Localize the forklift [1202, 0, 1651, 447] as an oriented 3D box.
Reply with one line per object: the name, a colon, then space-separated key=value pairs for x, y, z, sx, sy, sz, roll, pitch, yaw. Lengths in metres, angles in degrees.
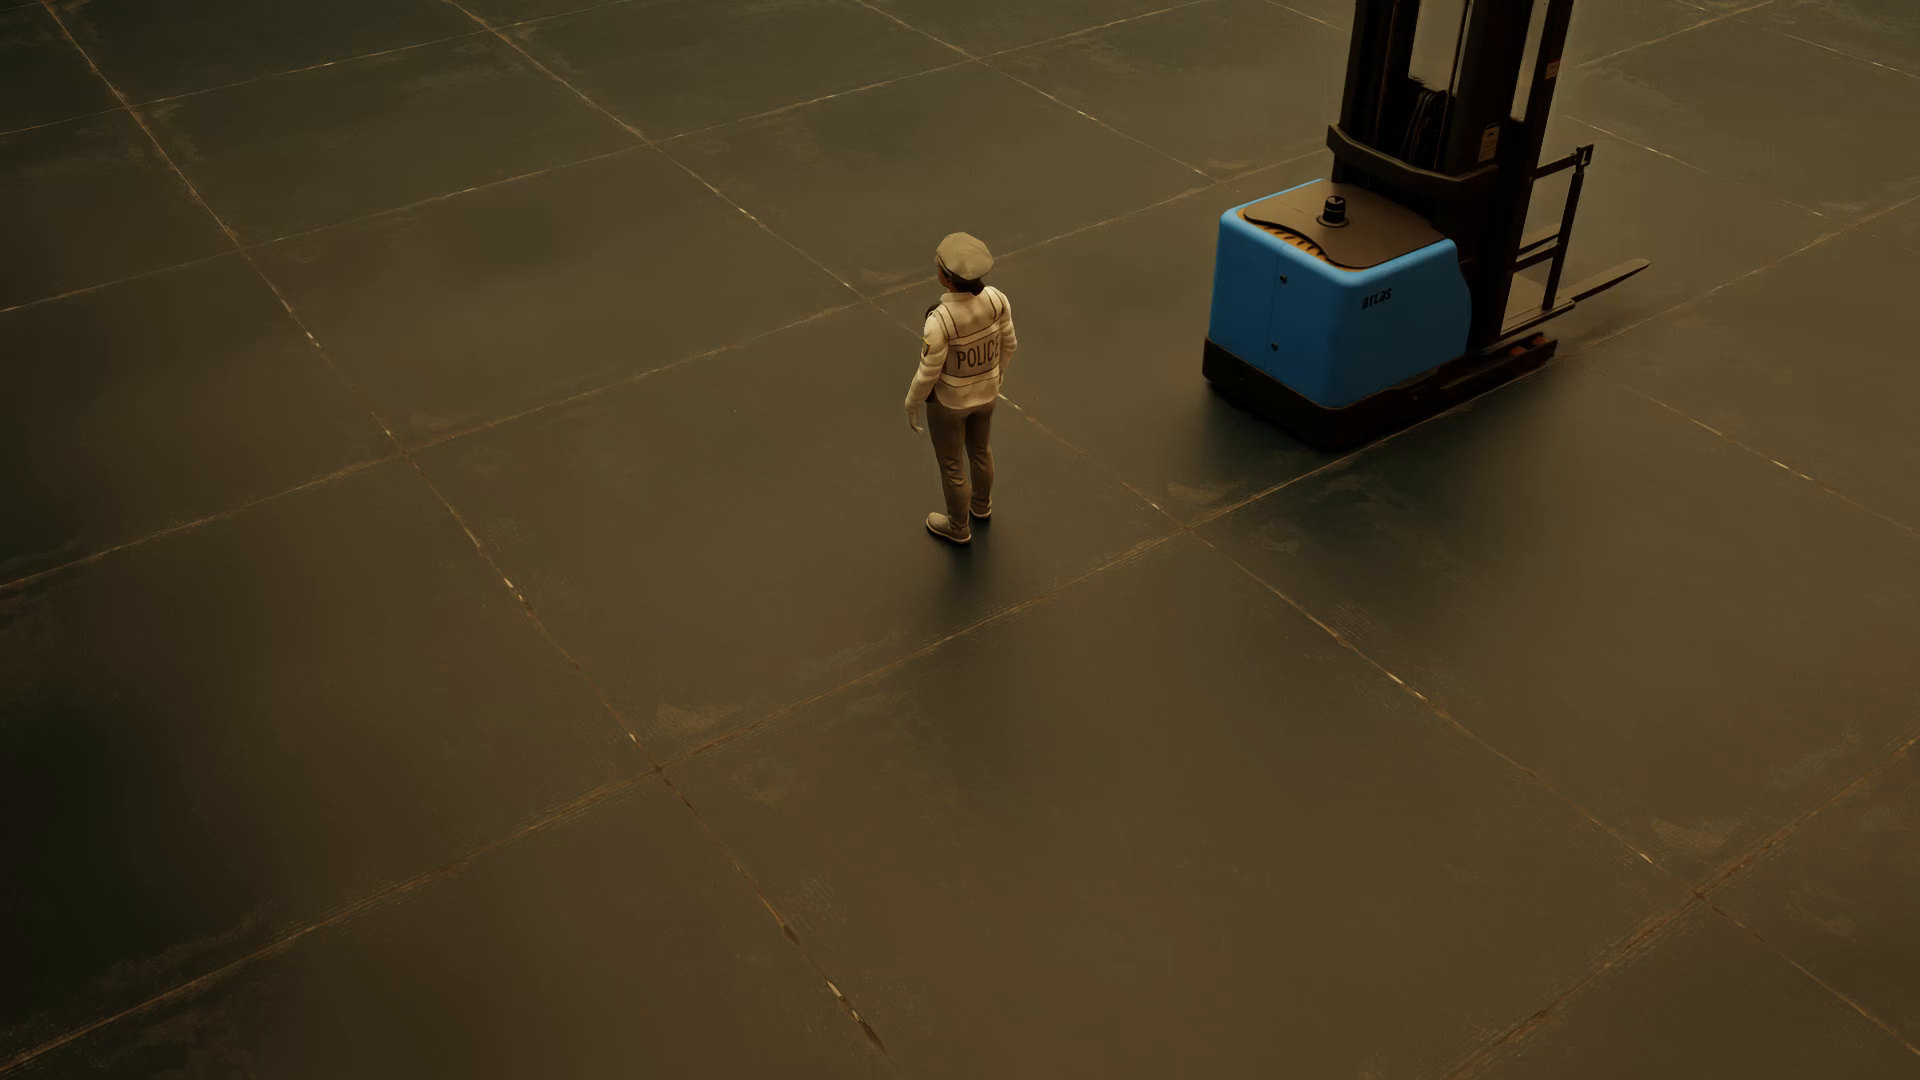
forklift: x=2.891 y=-2.373 z=9.154 sx=3.031 sy=2.935 sz=1.130 roll=-23 pitch=42 yaw=-28

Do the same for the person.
person: x=-0.034 y=-0.723 z=7.950 sx=0.587 sy=1.694 sz=0.530 roll=-23 pitch=42 yaw=-28
